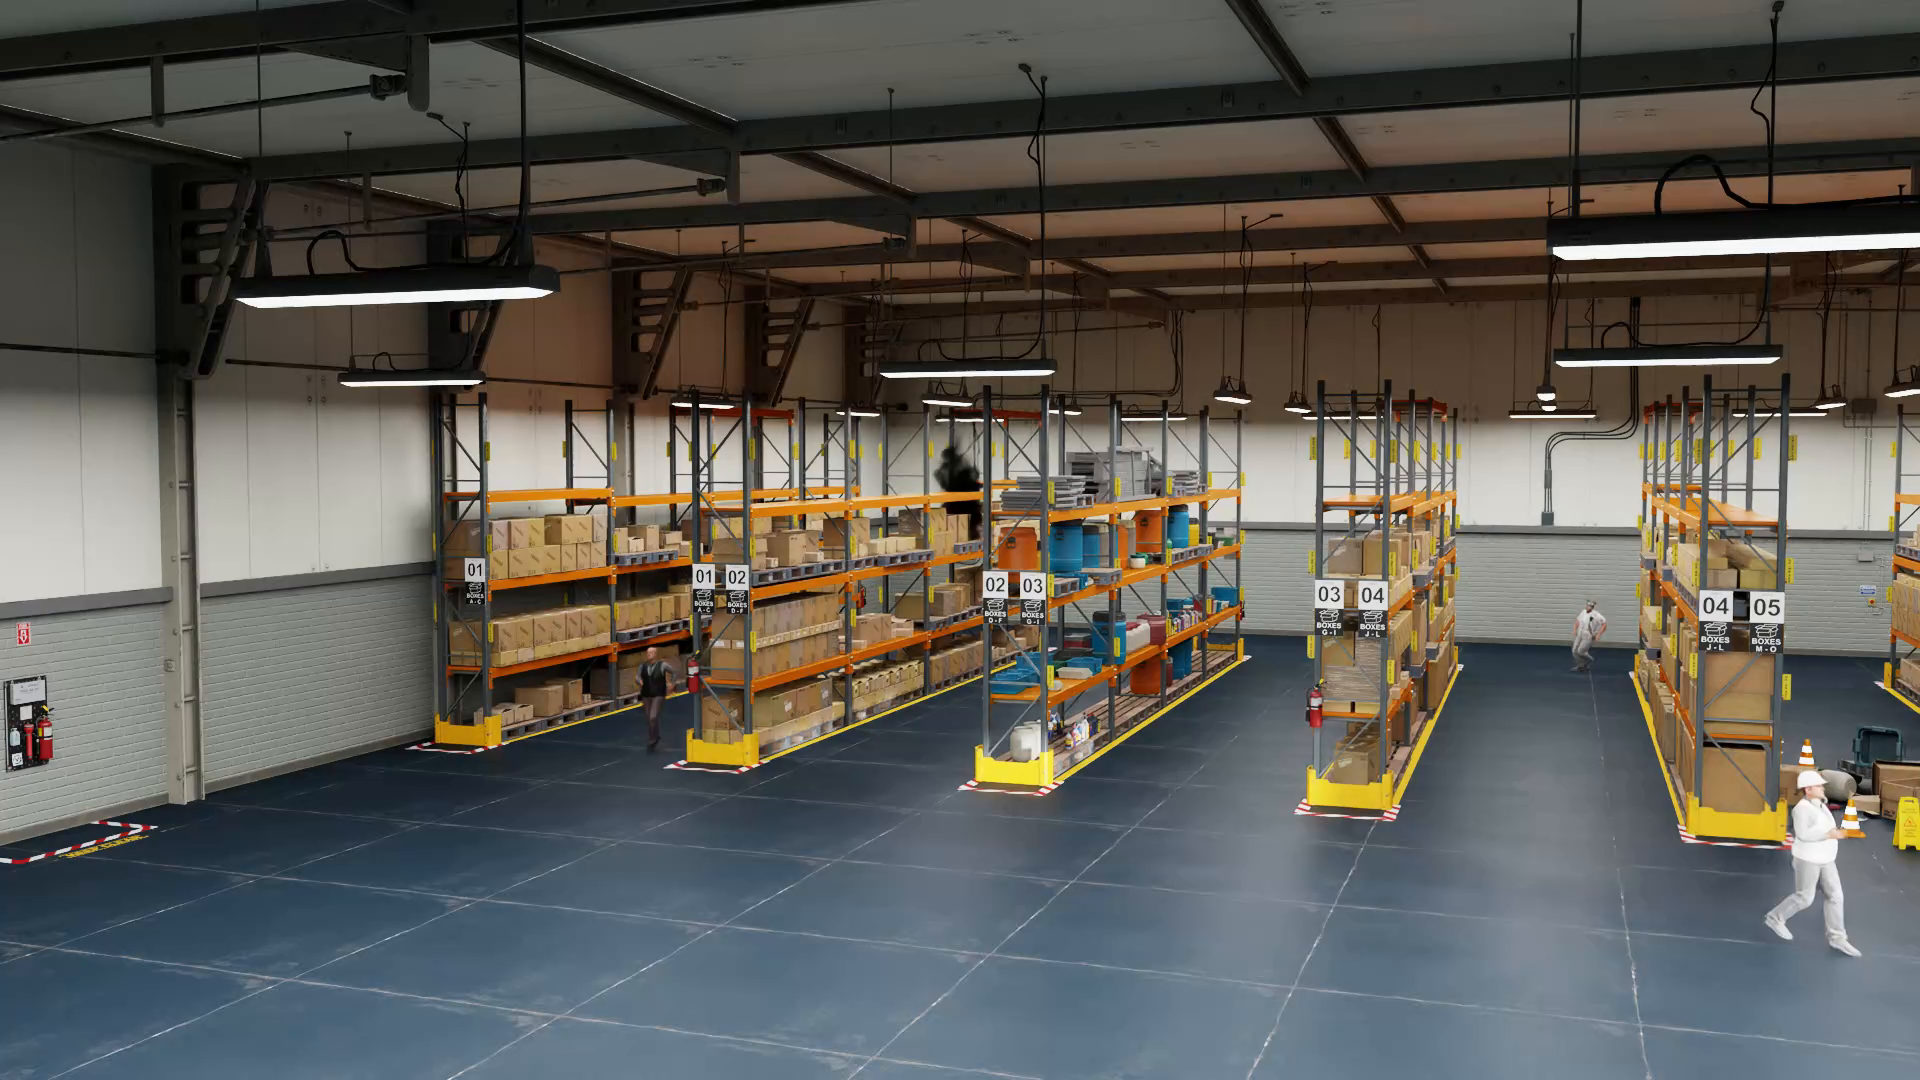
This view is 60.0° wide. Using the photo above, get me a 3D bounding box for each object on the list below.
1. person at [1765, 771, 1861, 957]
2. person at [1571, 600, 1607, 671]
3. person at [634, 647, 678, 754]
[{"bbox_3d":[8.548,3.201,16.640,0.657,1.783,0.888,-2,4,-37],"label":"person"},{"bbox_3d":[14.205,2.170,37.695,0.509,1.668,0.797,-2,3,-28],"label":"person"},{"bbox_3d":[-5.141,2.676,27.896,0.661,1.757,0.822,1,3,14],"label":"person"}]
